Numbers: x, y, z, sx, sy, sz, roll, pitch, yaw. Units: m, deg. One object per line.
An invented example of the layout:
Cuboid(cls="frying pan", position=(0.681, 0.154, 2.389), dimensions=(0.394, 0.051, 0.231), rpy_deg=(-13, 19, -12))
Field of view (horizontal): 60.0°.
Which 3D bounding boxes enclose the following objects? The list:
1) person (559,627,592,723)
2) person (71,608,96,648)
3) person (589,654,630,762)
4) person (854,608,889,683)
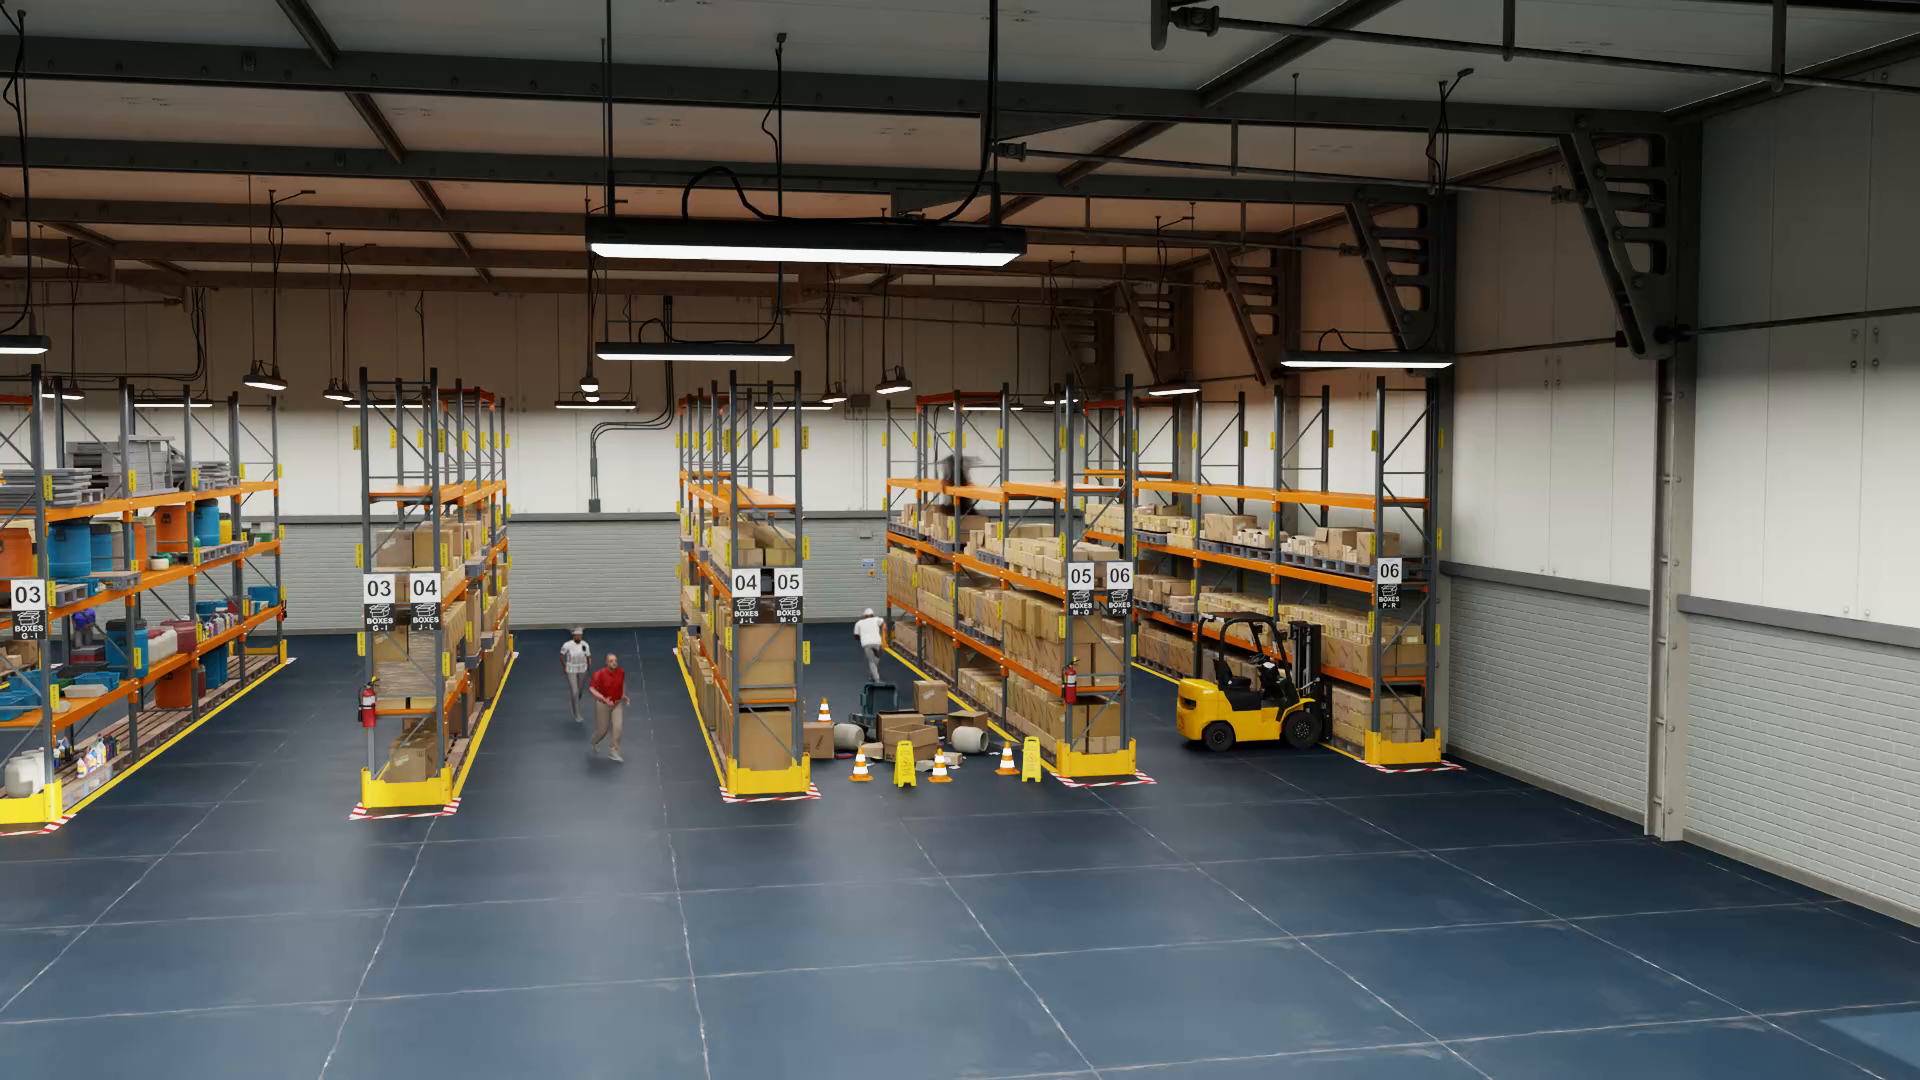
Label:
Cuboid(cls="person", position=(-6.921, 2.386, 29.934), dimensions=(0.551, 1.687, 0.918), rpy_deg=(-2, 4, -30))
Cuboid(cls="person", position=(-18.970, 2.057, 35.988), dimensions=(0.493, 1.670, 0.801), rpy_deg=(-1, 4, -23))
Cuboid(cls="person", position=(-5.566, 2.611, 26.175), dimensions=(0.660, 1.689, 0.850), rpy_deg=(-2, 4, -36))
Cuboid(cls="person", position=(-1.808, 2.216, 34.066), dimensions=(0.695, 1.558, 1.162), rpy_deg=(0, 3, -7))
